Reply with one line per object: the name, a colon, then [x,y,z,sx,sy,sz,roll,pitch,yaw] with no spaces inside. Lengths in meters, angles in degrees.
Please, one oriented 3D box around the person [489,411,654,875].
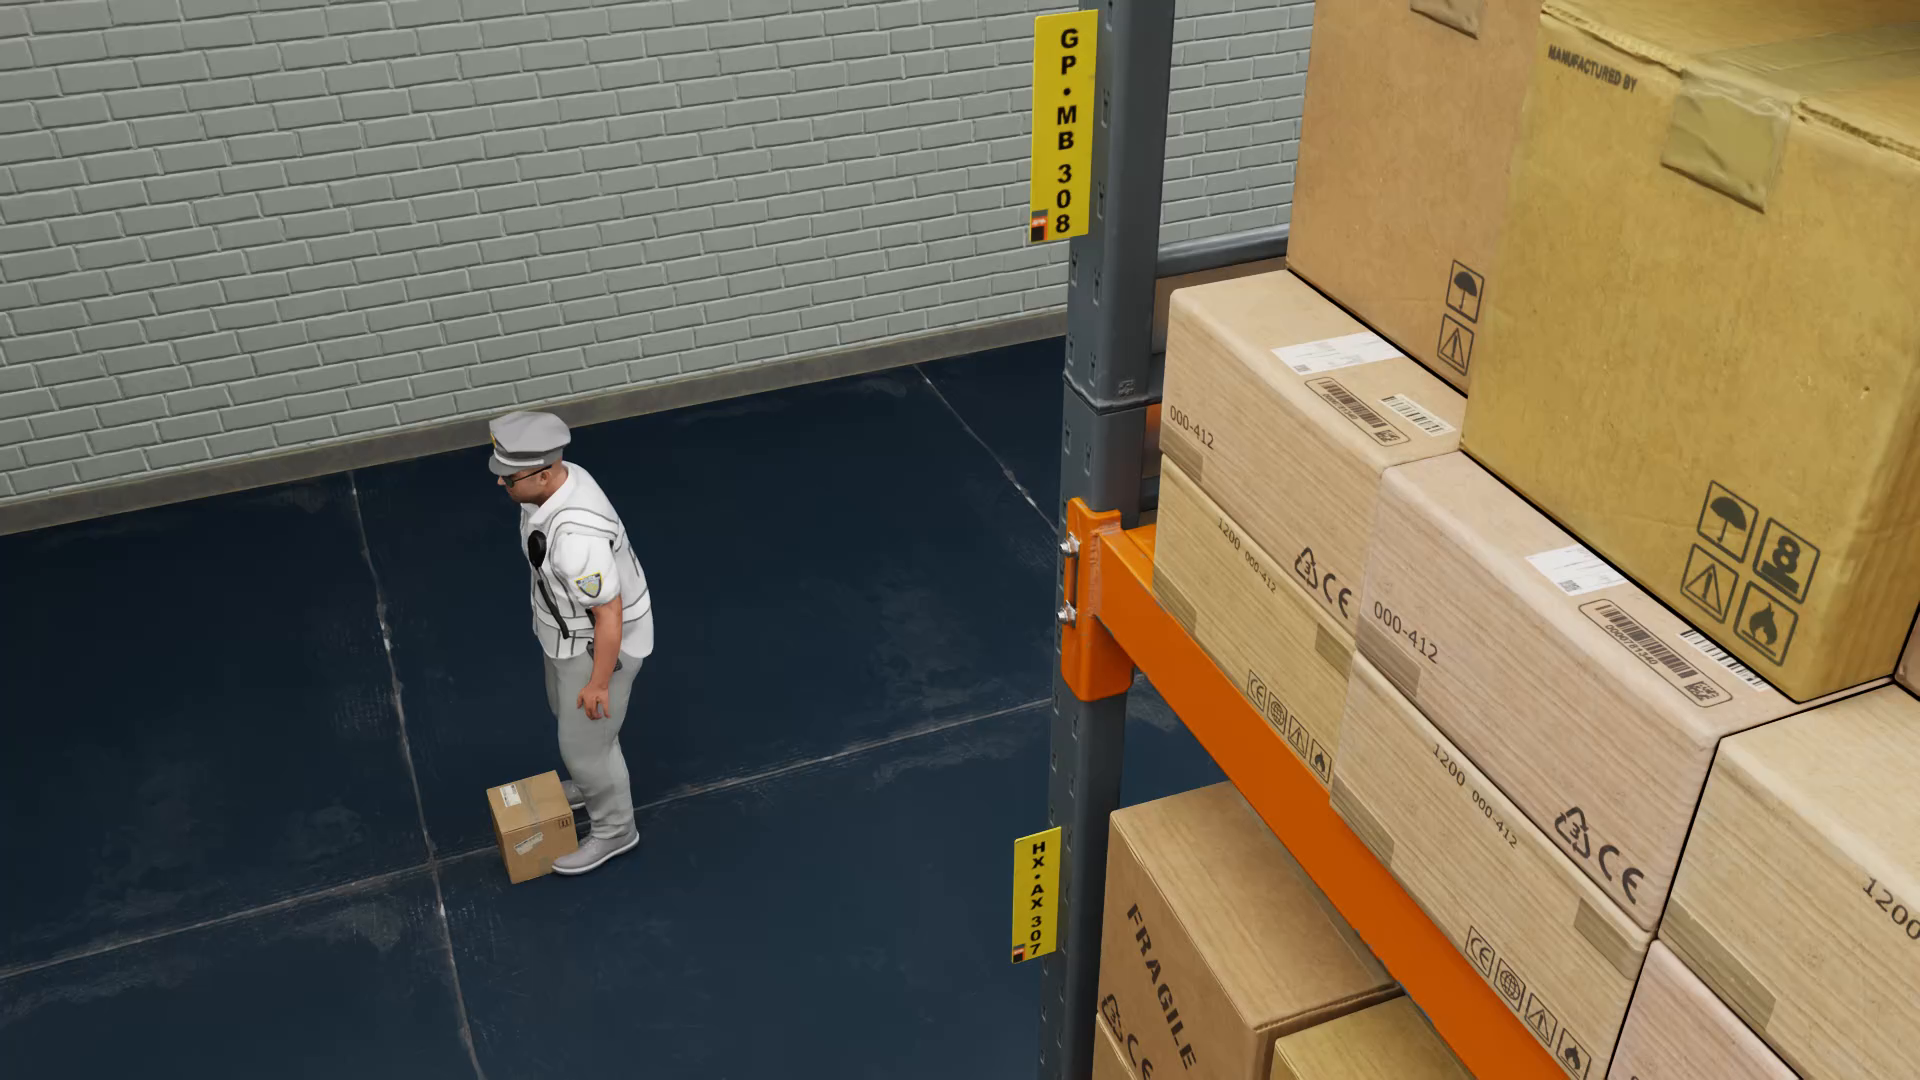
person: [-1.288,0.344,5.618,0.478,1.736,0.606,-15,36,-22]
